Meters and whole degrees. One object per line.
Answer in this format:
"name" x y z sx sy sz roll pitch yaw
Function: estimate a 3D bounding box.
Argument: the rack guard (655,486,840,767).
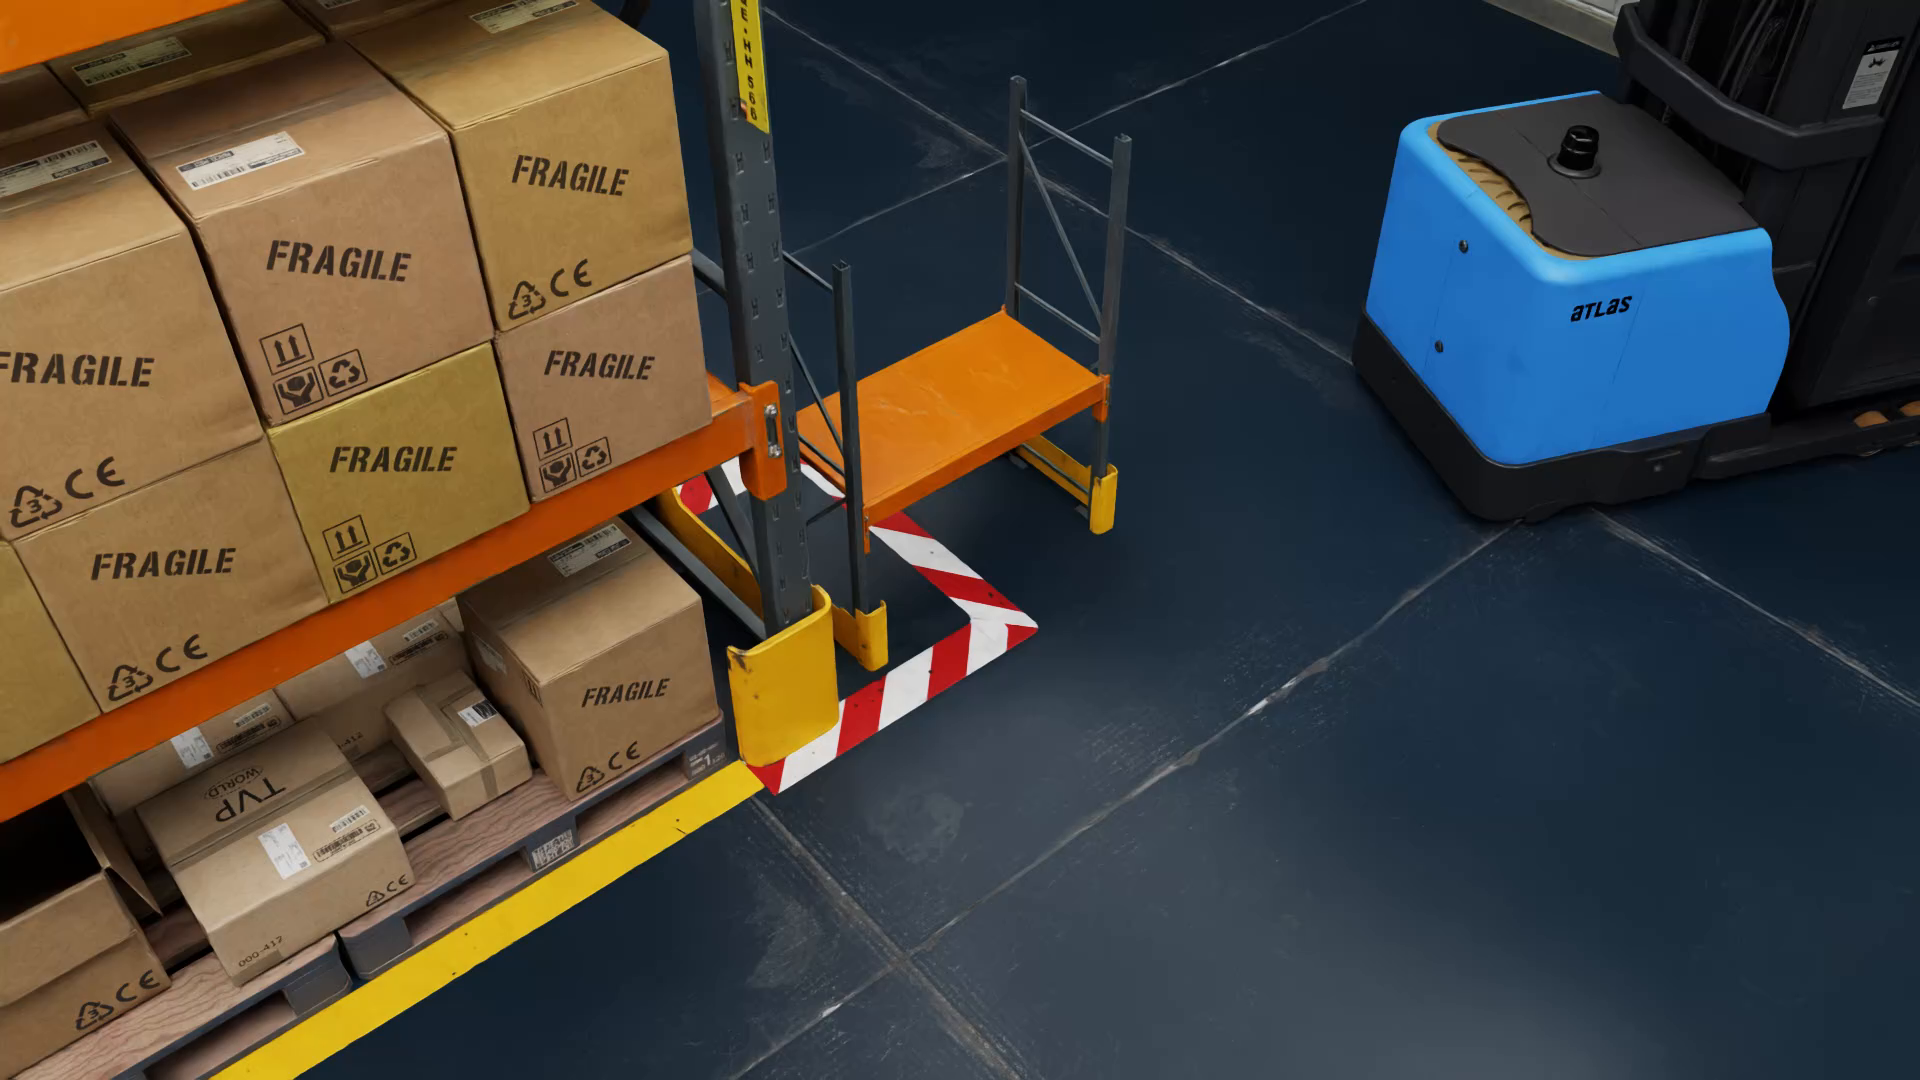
"rack guard" -0.854 0.140 5.236 0.348 0.500 1.175 -30 51 -28

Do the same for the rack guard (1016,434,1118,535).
"rack guard" 0.324 -0.276 5.862 0.087 0.250 0.587 -30 51 -28

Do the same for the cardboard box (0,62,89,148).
"cardboard box" -2.088 -0.698 3.499 0.500 0.500 0.500 -29 50 -27

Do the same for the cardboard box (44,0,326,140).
"cardboard box" -1.701 -0.916 3.730 0.500 0.500 0.500 -29 51 -27

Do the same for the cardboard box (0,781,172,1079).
"cardboard box" -2.426 0.874 4.131 0.637 0.503 0.797 -30 51 -28

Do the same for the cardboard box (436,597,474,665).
"cardboard box" -1.529 0.181 5.114 0.250 0.166 0.380 -30 51 -28

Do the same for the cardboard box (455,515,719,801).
"cardboard box" -1.055 0.314 4.729 0.500 0.500 0.500 -30 51 -28

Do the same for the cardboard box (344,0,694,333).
"cardboard box" -0.961 -0.866 3.677 0.500 0.500 0.500 -30 51 -28

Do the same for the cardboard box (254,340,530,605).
"cardboard box" -1.360 -0.272 3.775 0.500 0.500 0.500 -29 51 -28

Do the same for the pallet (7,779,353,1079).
"pallet" -2.400 1.129 4.394 1.213 0.211 1.003 -30 51 -28

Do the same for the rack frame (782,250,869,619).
"rack frame" -0.455 -0.286 4.959 0.032 1.500 0.500 -30 51 -28

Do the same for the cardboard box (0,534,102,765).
"cardboard box" -2.133 0.166 3.309 0.500 0.500 0.500 -31 51 -28

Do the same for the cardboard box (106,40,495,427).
"cardboard box" -1.348 -0.643 3.441 0.500 0.500 0.500 -28 50 -27

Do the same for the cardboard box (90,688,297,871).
"cardboard box" -2.162 0.566 4.643 0.500 0.250 0.500 -30 51 -28

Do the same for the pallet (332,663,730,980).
"pallet" -1.465 0.596 4.962 1.213 0.211 1.003 -30 51 -28

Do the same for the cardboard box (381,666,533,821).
"cardboard box" -1.423 0.567 4.704 0.250 0.166 0.380 -30 51 -28

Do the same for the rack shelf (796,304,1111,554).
"rack shelf" -0.065 -0.378 5.320 1.000 0.185 0.538 -30 51 -28

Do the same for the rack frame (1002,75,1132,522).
"rack frame" 0.324 -0.733 5.434 0.032 1.500 0.500 -30 51 -28

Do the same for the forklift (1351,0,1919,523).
"forklift" 3.076 -1.709 5.428 3.031 2.935 1.130 -12 44 -12

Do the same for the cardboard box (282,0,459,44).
"cardboard box" -1.305 -1.149 3.979 0.500 0.500 0.500 -28 50 -27

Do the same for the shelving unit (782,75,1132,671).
"shelving unit" -0.058 -0.513 5.201 1.083 1.500 0.587 -30 51 -28

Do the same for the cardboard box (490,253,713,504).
"cardboard box" -0.965 -0.501 4.020 0.500 0.500 0.500 -28 50 -27

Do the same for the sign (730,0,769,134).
"sign" -0.455 -1.042 3.591 0.005 0.325 0.100 -30 51 -28

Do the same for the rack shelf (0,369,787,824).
"rack shelf" -2.330 0.336 3.727 4.000 0.370 1.077 -30 51 -28

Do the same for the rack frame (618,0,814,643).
"rack frame" -0.796 -0.805 4.416 0.127 3.000 1.000 -30 51 -28

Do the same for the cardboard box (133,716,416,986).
"cardboard box" -1.803 0.807 4.387 0.500 0.250 0.500 -30 51 -28

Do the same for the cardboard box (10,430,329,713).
"cardboard box" -1.746 -0.056 3.545 0.500 0.500 0.500 -29 51 -28

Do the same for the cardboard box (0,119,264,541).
"cardboard box" -1.742 -0.413 3.195 0.500 0.500 0.500 -28 50 -27

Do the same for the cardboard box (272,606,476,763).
"cardboard box" -1.778 0.347 4.877 0.500 0.250 0.500 -30 51 -28

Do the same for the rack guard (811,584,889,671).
"rack guard" -0.440 0.161 5.396 0.087 0.250 0.587 -30 51 -28
